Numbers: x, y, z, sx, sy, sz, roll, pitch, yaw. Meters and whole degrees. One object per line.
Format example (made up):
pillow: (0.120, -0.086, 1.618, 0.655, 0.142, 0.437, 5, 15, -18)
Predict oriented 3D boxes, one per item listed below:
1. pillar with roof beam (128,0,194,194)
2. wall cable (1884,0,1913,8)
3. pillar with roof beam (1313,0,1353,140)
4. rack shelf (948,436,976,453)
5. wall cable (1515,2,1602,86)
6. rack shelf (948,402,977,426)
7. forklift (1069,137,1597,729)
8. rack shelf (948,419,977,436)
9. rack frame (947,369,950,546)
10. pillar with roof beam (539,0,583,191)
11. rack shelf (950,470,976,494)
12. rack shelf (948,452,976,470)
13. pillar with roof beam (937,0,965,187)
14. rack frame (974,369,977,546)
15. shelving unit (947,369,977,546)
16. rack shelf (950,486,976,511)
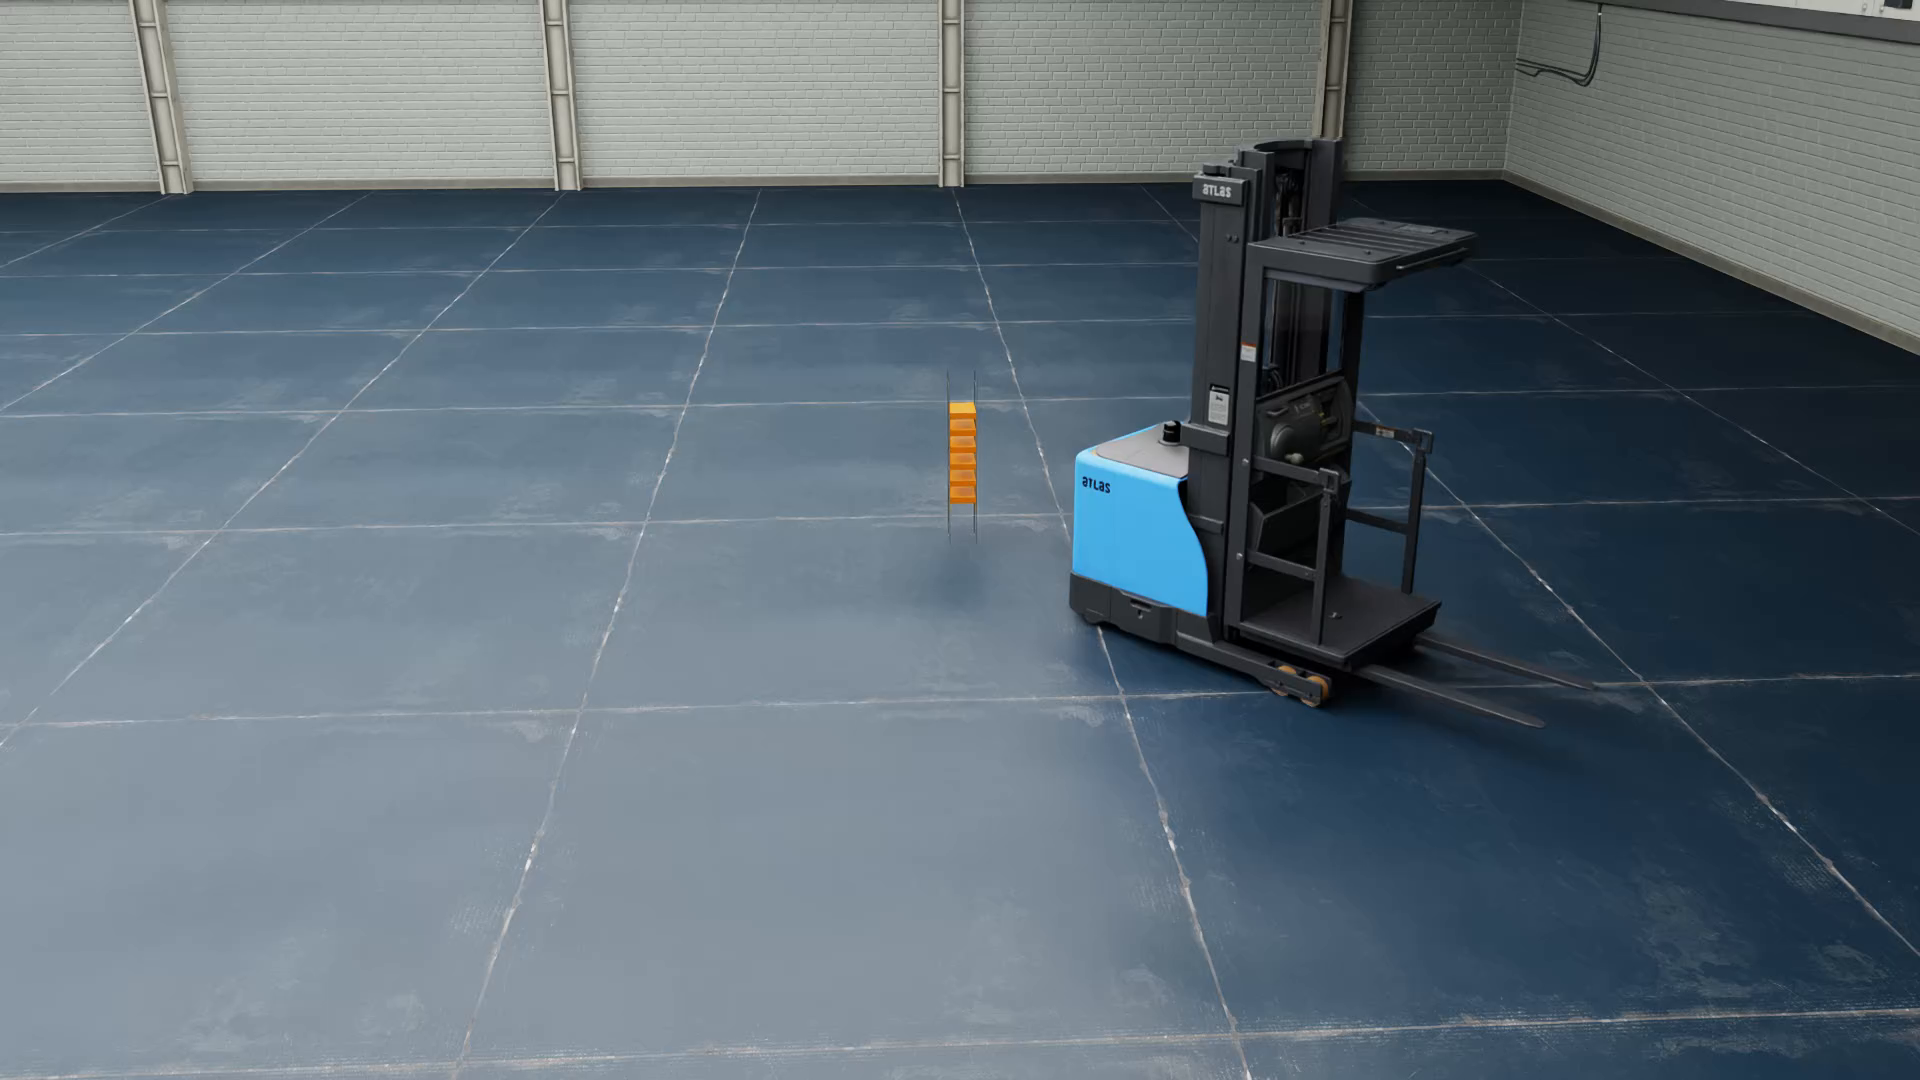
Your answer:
pillar with roof beam: (-11.874, -8.064, 20.155, 0.400, 9.000, 9.100, -1, 21, -3)
wall cable: (9.394, -7.766, 14.592, 0.169, 6.003, 2.305, -1, 21, -3)
pillar with roof beam: (6.097, -8.430, 21.116, 0.400, 9.000, 9.100, -1, 21, -3)
rack shelf: (0.014, -0.632, 11.381, 0.180, 0.103, 0.258, -1, 21, -3)
wall cable: (8.868, -8.098, 24.608, 0.112, 2.526, 3.097, -1, 21, -3)
rack shelf: (0.014, -0.856, 11.296, 0.180, 0.103, 0.258, -1, 21, -3)
forklift: (2.096, -0.658, 9.230, 3.031, 2.935, 1.130, 19, 28, 40)
rack shelf: (0.014, -0.744, 11.339, 0.180, 0.103, 0.258, -1, 21, -3)
rack frame: (-0.077, -0.559, 11.403, 0.006, 1.200, 0.240, -1, 21, -3)
pillar with roof beam: (-5.884, -8.186, 20.476, 0.400, 9.000, 9.100, -1, 21, -3)
rack shelf: (0.014, -0.407, 11.467, 0.180, 0.103, 0.258, -1, 21, -3)
rack shelf: (0.014, -0.520, 11.424, 0.180, 0.103, 0.258, -1, 21, -3)
pillar with roof beam: (0.107, -8.308, 20.796, 0.400, 9.000, 9.100, -1, 21, -3)
rack frame: (0.106, -0.563, 11.413, 0.006, 1.200, 0.240, -1, 21, -3)
shelving unit: (0.014, -0.561, 11.408, 0.189, 1.200, 0.258, -1, 21, -3)
rack shelf: (0.014, -0.295, 11.509, 0.180, 0.103, 0.258, -1, 21, -3)
